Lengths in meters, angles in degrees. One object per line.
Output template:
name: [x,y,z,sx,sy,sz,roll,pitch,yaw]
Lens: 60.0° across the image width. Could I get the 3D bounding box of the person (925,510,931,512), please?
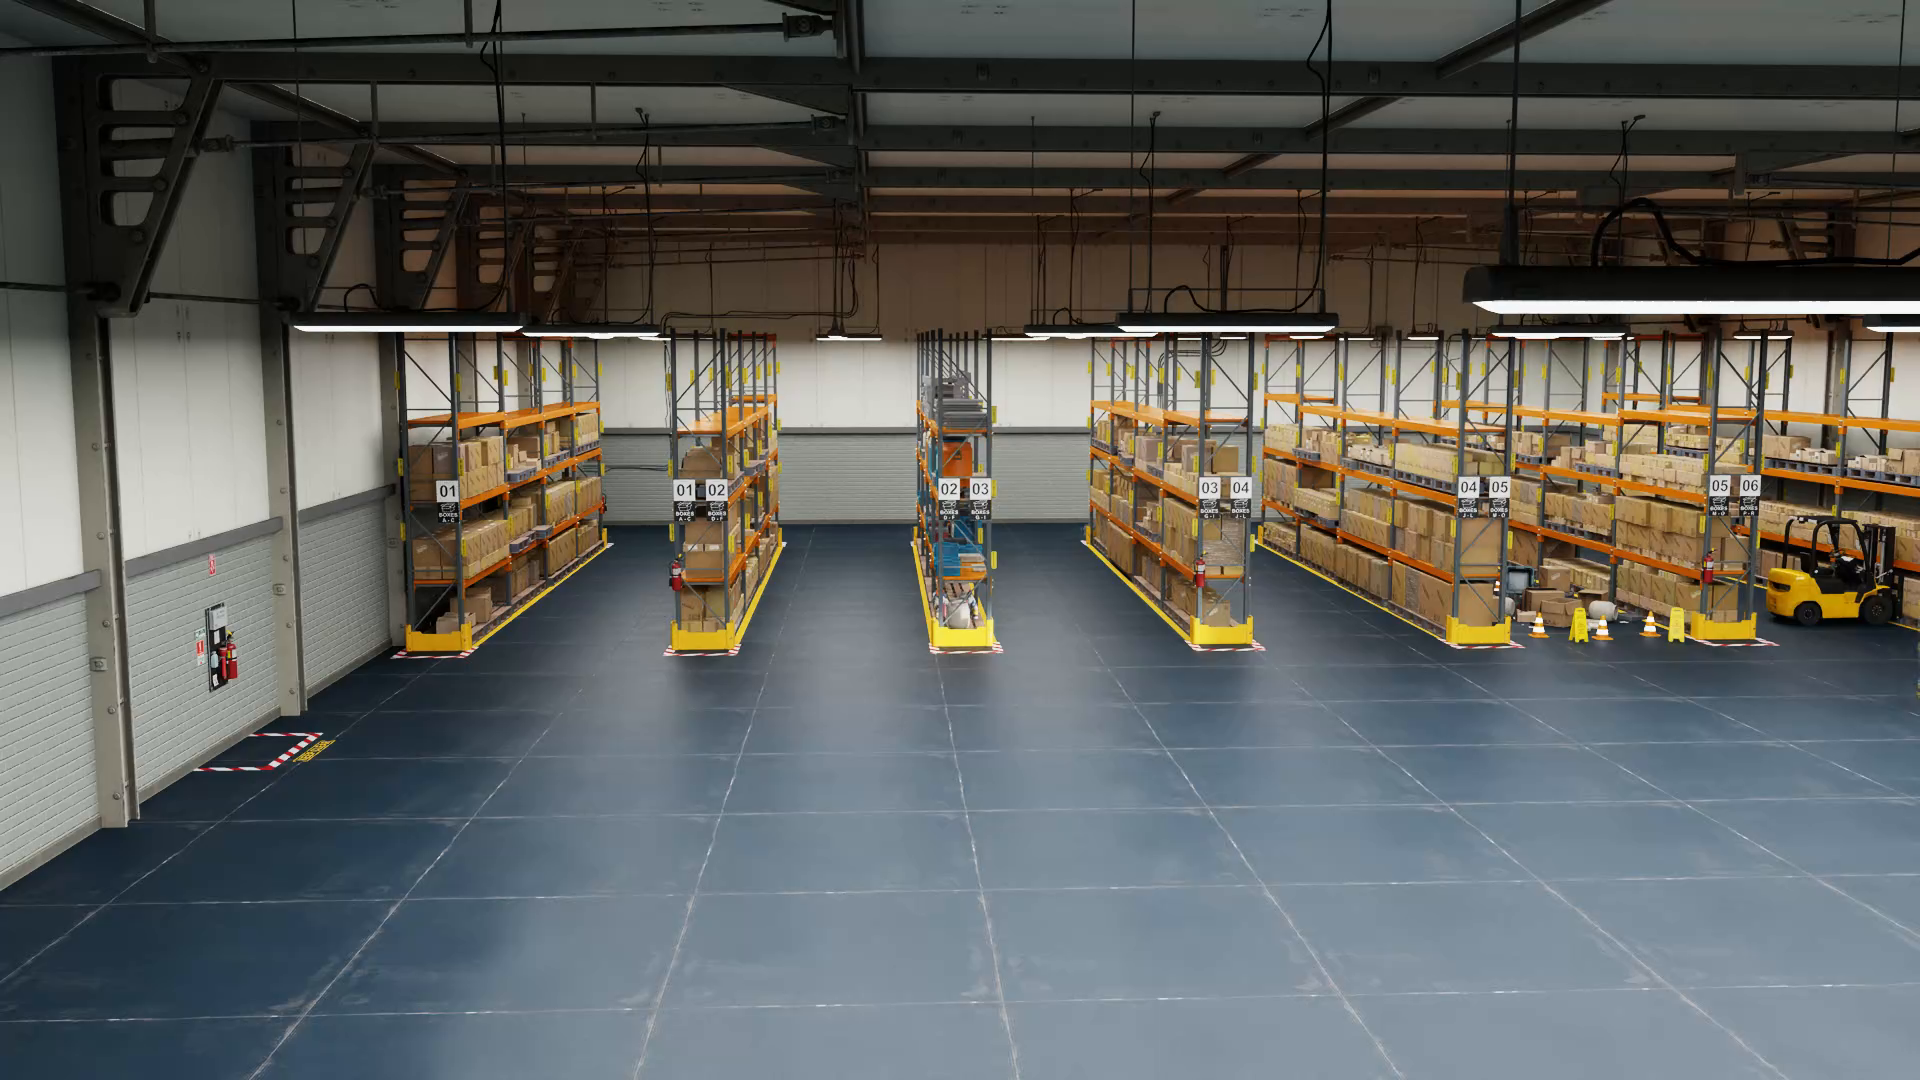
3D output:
person: [2.538,-0.406,45.098,2.341,1.634,9.238,4,8,33]
